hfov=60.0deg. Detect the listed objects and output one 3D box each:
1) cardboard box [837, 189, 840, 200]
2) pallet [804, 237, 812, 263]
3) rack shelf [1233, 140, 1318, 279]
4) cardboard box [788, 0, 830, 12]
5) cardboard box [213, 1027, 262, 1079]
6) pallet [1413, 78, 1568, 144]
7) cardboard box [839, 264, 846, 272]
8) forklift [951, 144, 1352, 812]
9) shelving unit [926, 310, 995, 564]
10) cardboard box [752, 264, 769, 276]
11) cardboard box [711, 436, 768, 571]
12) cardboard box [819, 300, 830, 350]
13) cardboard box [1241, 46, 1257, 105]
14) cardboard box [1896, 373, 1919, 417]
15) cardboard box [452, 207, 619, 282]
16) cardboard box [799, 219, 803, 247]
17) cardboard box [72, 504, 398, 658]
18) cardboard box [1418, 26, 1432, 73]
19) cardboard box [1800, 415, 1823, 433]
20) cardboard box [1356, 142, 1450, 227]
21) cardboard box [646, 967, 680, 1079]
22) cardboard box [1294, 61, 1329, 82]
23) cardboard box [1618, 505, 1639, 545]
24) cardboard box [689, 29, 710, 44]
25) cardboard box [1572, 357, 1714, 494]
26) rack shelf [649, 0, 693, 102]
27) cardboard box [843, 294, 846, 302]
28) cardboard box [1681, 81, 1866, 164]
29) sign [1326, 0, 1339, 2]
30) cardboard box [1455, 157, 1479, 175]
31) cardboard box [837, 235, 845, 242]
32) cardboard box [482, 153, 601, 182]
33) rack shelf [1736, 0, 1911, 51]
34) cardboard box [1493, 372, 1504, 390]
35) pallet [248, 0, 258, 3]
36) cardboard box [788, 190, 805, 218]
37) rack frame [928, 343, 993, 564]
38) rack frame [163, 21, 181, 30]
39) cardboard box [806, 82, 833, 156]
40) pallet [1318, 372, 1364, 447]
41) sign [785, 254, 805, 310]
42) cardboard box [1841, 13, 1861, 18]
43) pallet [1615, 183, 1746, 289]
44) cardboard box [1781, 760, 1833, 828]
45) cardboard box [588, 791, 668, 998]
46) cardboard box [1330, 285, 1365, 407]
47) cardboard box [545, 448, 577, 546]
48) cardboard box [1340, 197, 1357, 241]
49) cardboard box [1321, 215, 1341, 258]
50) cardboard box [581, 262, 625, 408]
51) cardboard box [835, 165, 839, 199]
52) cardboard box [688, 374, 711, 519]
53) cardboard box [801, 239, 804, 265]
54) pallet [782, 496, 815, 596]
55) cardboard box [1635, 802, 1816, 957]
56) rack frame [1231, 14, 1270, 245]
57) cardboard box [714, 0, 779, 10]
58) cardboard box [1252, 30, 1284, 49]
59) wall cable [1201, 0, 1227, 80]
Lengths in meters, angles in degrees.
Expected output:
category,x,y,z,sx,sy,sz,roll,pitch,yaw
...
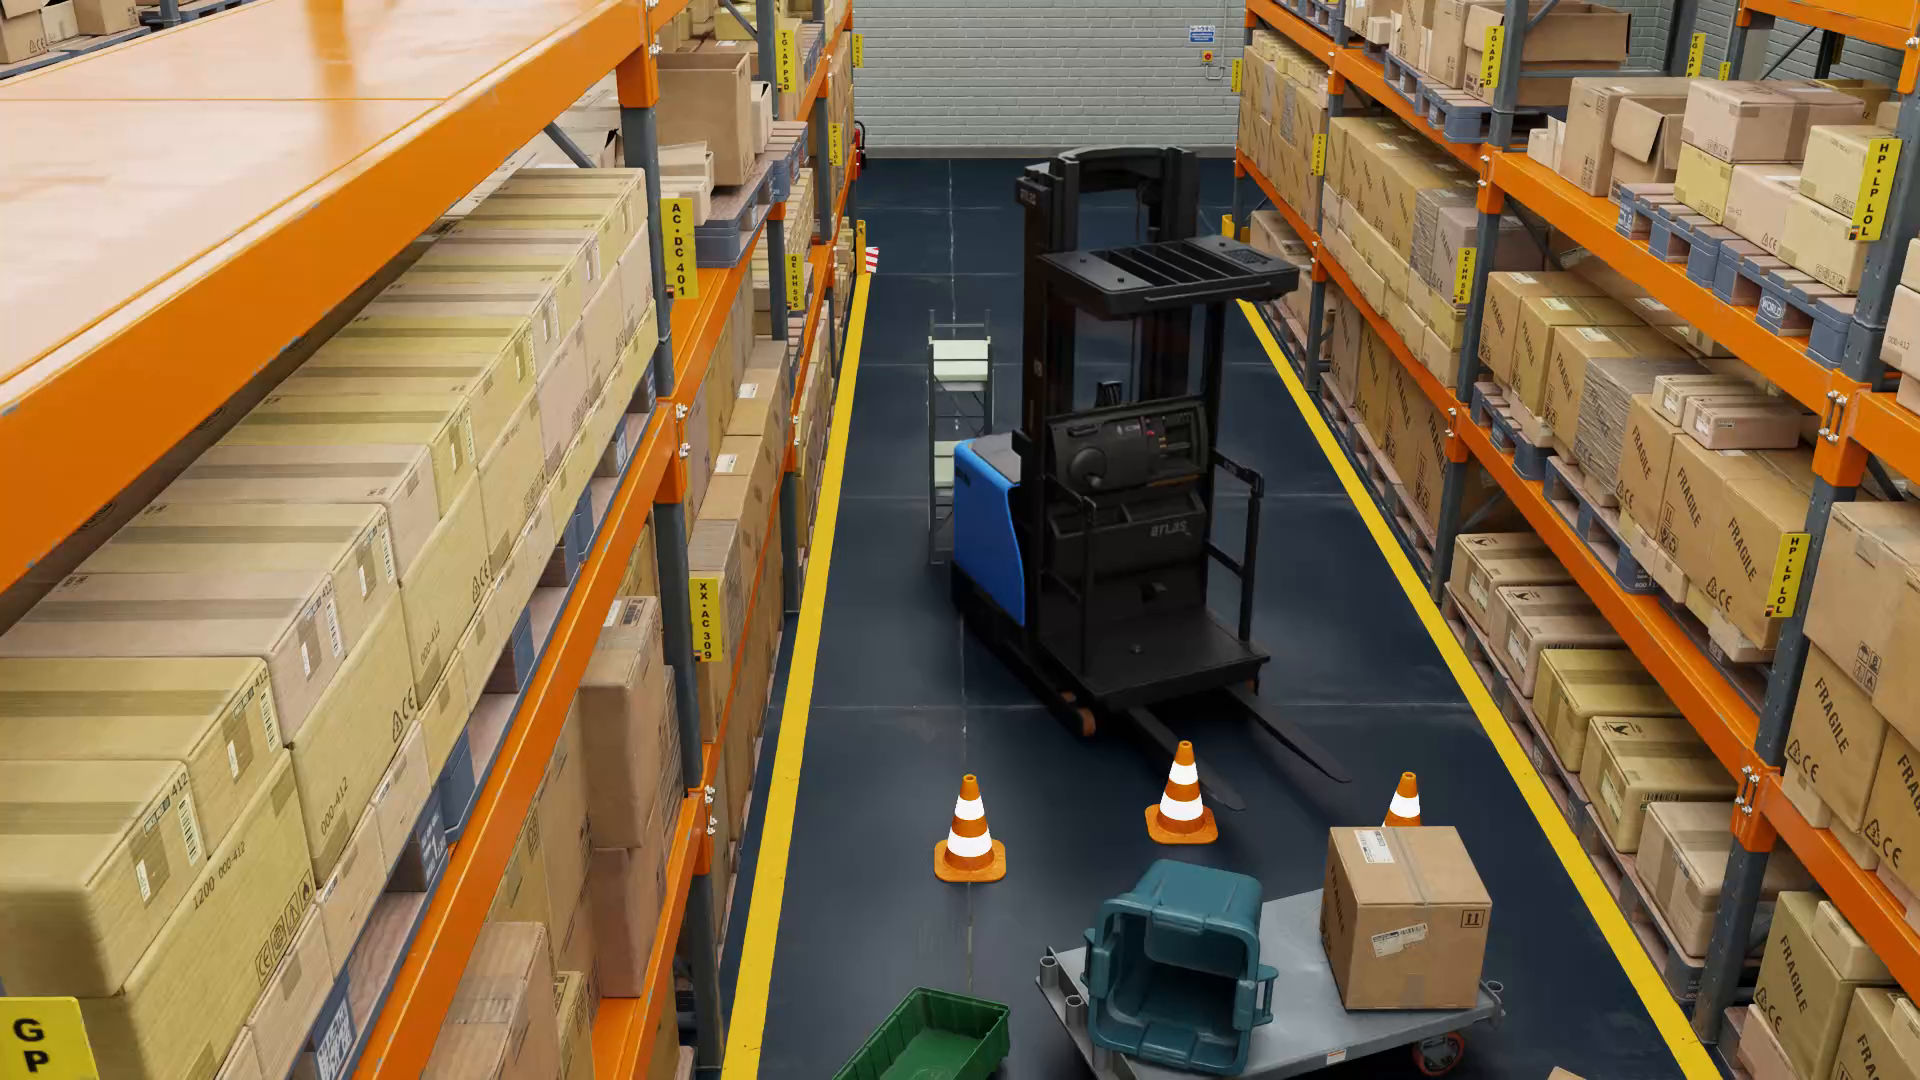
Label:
category,x,y,z,sx,sy,sz,roll,pitch,yaw
cardboard box,-1.274,-3.127,14.829,0.380,0.149,0.250,1,24,2
pallet,-1.672,-2.178,12.658,1.003,0.211,1.213,0,24,-1
rack shelf,3.392,-3.141,15.428,1.077,0.370,4.000,0,24,-1
cardboard box,-1.300,-4.307,13.067,0.500,0.250,0.500,1,24,1
cardboard box,-1.087,0.732,2.026,0.380,0.149,0.250,0,24,0
pallet,3.397,-2.542,9.820,1.213,0.211,1.003,1,24,2
cardboard box,-1.277,-2.508,15.744,0.380,0.149,0.250,1,24,2
forklift,1.002,-0.476,8.745,1.130,2.935,3.031,-10,26,-22
shelving unit,0.000,-0.681,10.935,0.431,1.500,0.755,0,24,-1
cardboard box,-1.308,-1.583,10.183,0.380,0.149,0.250,-1,24,-2
cardboard box,-1.199,-0.171,7.867,0.500,0.500,0.500,0,24,0
cardboard box,-1.274,-1.669,12.915,0.500,0.250,0.500,-1,24,-2
cardboard box,3.090,-4.595,16.435,0.500,0.500,0.500,-1,24,-2
cardboard box,3.256,-0.470,5.313,0.380,0.149,0.250,-1,24,-1
cardboard box,-1.120,-0.780,4.401,0.380,0.149,0.250,0,24,-1
cardboard box,-1.321,-2.200,11.908,0.380,0.149,0.250,-1,24,-3
cardboard box,-1.096,0.059,2.545,0.380,0.149,0.250,0,24,0
cardboard box,3.092,-3.059,10.388,0.396,0.266,0.258,-1,24,-2
cardboard box,3.785,-0.325,7.338,0.500,0.500,0.500,0,24,-1
cardboard box,3.167,-2.547,11.907,0.500,0.500,0.500,-1,24,-2
cardboard box,-1.511,1.752,5.805,0.875,0.875,0.875,0,24,0
cardboard box,3.141,-4.094,14.540,0.380,0.149,0.250,-1,24,-2
cardboard box,3.222,-0.056,7.530,0.380,0.149,0.250,0,24,-1
cardboard box,-1.770,-2.785,10.007,0.500,0.500,0.500,0,24,-1
cardboard box,3.254,-0.543,7.819,0.500,0.500,0.500,-1,24,-3
rack shelf,-1.470,-2.332,6.844,1.077,0.370,4.000,0,24,-1
cardboard box,-1.280,-2.372,15.804,0.380,0.149,0.250,0,24,0
cardboard box,3.334,-1.724,6.849,0.500,0.250,0.500,0,24,0
sign,2.859,-4.280,12.710,0.100,0.325,0.005,0,24,-1
cardboard box,3.689,-2.328,11.422,0.500,0.500,0.500,0,24,0
cardboard box,-1.305,-2.859,16.159,0.380,0.149,0.250,-1,24,-3
cardboard box,-1.681,-1.328,6.456,0.500,0.250,0.500,0,24,-1
rack shelf,8.355,-4.532,14.863,1.077,0.370,4.000,0,24,-1
cardboard box,3.275,-0.939,9.481,0.380,0.149,0.250,-2,24,-4
pallet,-6.505,-4.765,14.614,1.003,0.211,1.213,0,24,-1
cardboard box,-1.328,-2.439,12.076,0.380,0.149,0.250,0,24,-1
rack frame,0.004,-0.530,10.601,0.400,1.500,0.023,0,24,-1
rack frame,-6.496,-2.600,13.359,1.000,3.000,0.127,0,24,-1
cardboard box,-1.296,-3.405,13.442,0.500,0.500,0.500,0,24,1
pallet,3.497,-1.057,13.330,1.003,0.211,1.213,0,24,-1
sign,-0.937,-1.464,9.442,0.100,0.325,0.005,0,24,-1
cardboard box,8.031,-4.702,14.671,0.380,0.149,0.250,0,24,1
pallet,3.586,-1.312,7.098,1.213,0.211,1.003,0,24,-1
cardboard box,3.183,0.897,5.931,0.380,0.149,0.250,0,24,-1
cardboard box,-1.403,1.026,5.160,0.875,0.550,0.550,0,24,-1
cardboard box,3.500,-1.613,13.245,0.875,0.875,0.875,0,24,1
cardboard box,-1.109,-0.100,3.865,0.380,0.149,0.250,0,24,-1
cardboard box,3.170,-2.407,12.507,0.500,0.250,0.500,0,24,0
cardboard box,3.154,-2.394,13.085,0.500,0.250,0.500,-1,24,-2
cardboard box,-1.181,-0.545,4.366,0.500,0.250,0.500,0,24,-1
cardboard box,-1.301,-3.171,14.139,0.500,0.500,0.500,0,24,-1
cardboard box,-1.472,-0.410,7.183,0.700,0.500,0.500,0,24,0
cardboard box,-1.317,-2.067,11.976,0.380,0.149,0.250,-1,24,-3
pallet,-1.499,0.016,10.959,1.003,0.211,1.213,0,24,-1
cardboard box,3.493,1.441,7.102,0.950,0.372,0.625,0,24,0
rack frame,3.370,-4.293,17.102,1.000,3.000,0.127,0,24,-1
cardboard box,-1.268,-3.179,9.949,0.396,0.266,0.258,0,24,-1
cardboard box,3.097,-4.942,16.416,0.380,0.149,0.250,0,24,1
wall cable,3.285,-7.094,22.024,0.585,1.953,0.123,0,24,-1
